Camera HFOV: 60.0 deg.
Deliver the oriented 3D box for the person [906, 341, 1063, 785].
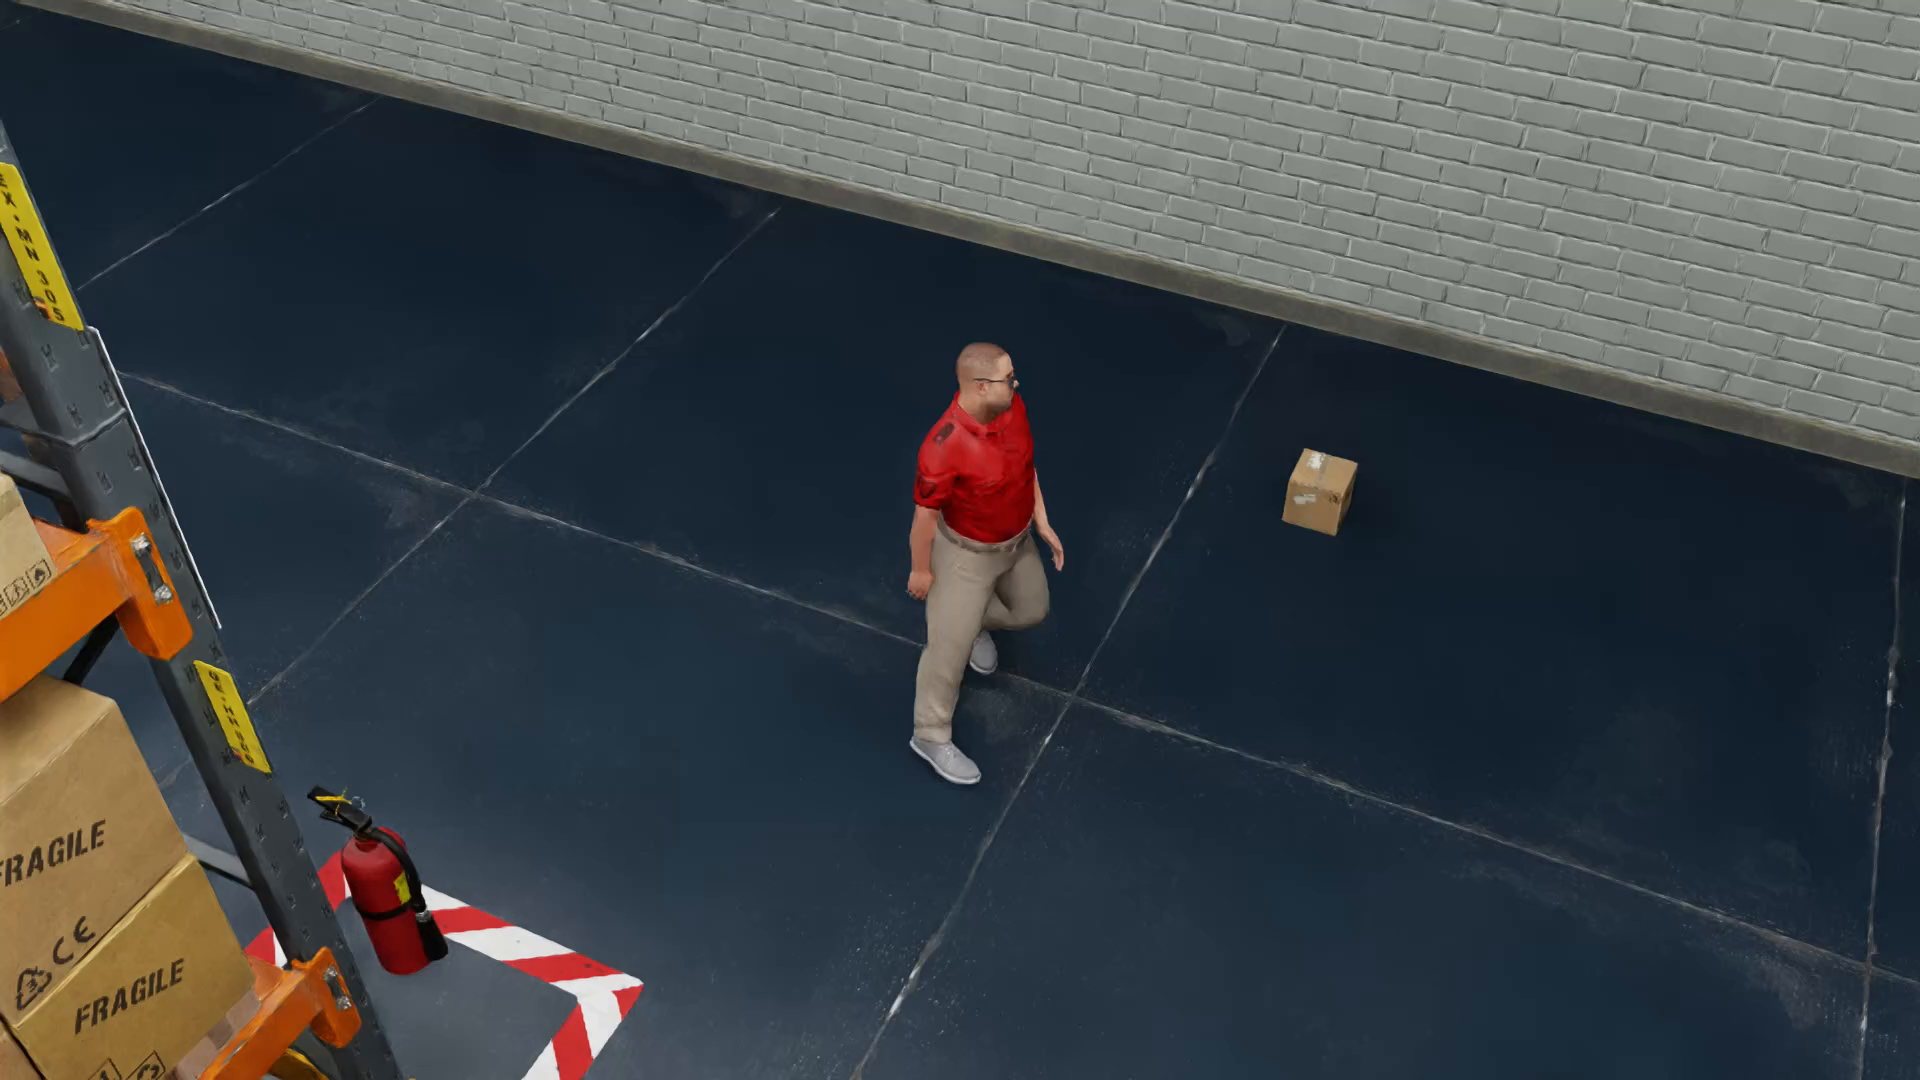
[{"bbox_3d":[0.054,0.067,6.115,0.539,1.709,0.707,23,47,24],"label":"person"}]
